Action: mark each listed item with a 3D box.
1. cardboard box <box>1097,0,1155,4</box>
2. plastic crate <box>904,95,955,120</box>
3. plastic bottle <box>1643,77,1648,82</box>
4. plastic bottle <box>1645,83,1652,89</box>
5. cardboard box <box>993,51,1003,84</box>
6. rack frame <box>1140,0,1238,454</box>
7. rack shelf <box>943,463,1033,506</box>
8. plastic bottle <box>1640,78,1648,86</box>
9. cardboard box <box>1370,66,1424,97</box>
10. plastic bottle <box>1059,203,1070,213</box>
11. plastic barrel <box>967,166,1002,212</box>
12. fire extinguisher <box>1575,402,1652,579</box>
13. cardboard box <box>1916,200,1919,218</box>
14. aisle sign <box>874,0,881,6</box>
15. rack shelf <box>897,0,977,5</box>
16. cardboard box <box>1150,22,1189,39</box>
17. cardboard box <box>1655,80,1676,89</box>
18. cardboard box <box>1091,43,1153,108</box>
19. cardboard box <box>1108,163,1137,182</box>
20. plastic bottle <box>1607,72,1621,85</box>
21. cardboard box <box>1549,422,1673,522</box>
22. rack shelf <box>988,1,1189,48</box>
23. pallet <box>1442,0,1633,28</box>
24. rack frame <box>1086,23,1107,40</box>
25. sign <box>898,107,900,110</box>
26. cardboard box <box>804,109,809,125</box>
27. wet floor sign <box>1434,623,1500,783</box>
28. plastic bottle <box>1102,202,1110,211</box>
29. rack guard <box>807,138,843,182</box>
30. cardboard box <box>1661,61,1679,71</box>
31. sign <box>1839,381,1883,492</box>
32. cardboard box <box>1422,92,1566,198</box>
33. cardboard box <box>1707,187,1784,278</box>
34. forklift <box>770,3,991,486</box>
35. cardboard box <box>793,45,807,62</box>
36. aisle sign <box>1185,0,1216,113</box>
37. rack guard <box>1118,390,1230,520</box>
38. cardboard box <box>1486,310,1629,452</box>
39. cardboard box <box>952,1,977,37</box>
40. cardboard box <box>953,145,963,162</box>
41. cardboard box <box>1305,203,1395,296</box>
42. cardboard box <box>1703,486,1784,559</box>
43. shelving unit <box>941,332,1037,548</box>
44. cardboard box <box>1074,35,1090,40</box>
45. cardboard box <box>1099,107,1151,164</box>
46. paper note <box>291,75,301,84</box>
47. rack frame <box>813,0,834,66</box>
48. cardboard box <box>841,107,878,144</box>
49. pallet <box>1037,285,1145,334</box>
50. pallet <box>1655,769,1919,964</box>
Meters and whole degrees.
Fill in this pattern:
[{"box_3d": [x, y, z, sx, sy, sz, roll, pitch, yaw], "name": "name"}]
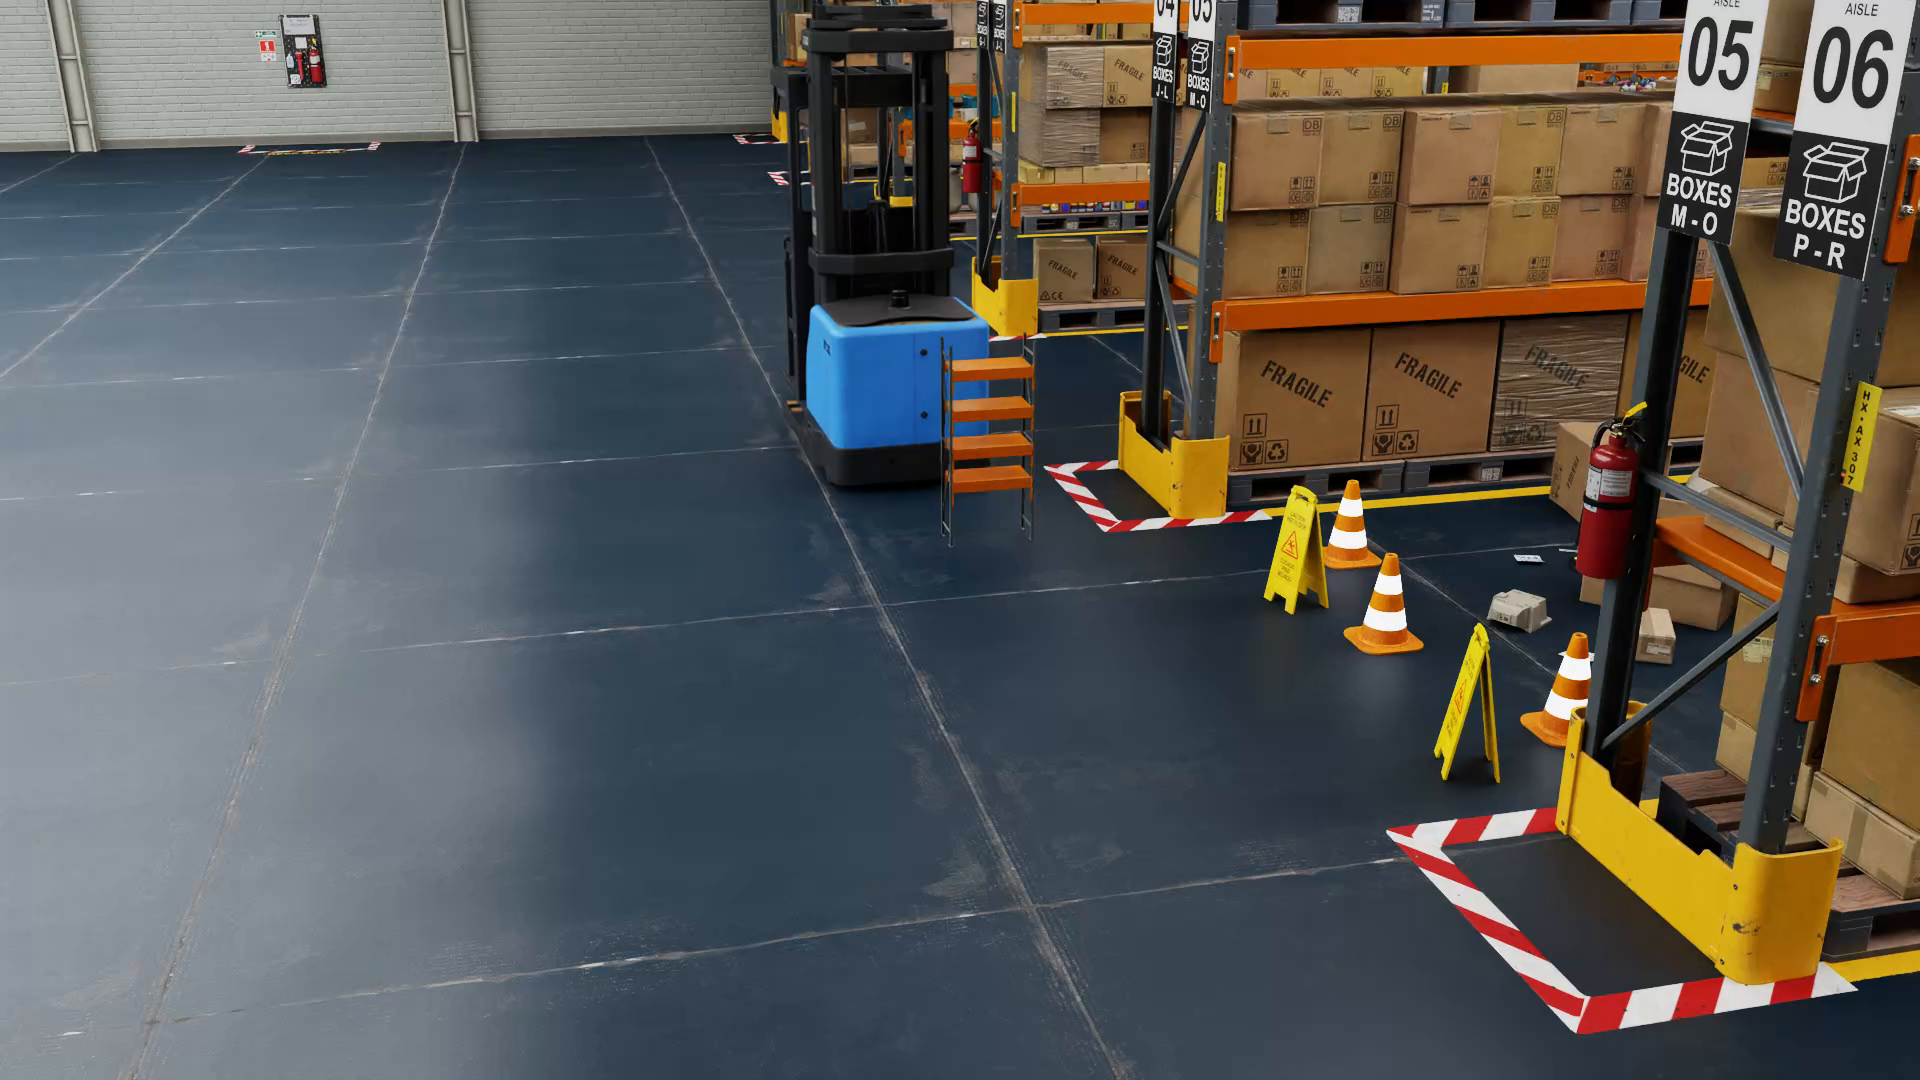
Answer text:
[{"box_3d": [1.357, -4.738, 14.246, 0.500, 0.250, 0.500, -5, 21, -14], "name": "cardboard box"}, {"box_3d": [-0.394, -5.134, 19.684, 0.616, 0.251, 0.499, -5, 21, -12], "name": "plastic crate"}, {"box_3d": [8.987, -5.945, 21.869, 0.097, 0.271, 0.097, 0, 20, 0], "name": "plastic bottle"}, {"box_3d": [8.712, -5.654, 21.075, 0.097, 0.271, 0.097, 0, 20, 0], "name": "plastic bottle"}, {"box_3d": [0.513, -6.966, 24.325, 0.500, 0.500, 0.700, -4, 21, -12], "name": "cardboard box"}, {"box_3d": [1.371, -1.737, 10.197, 0.127, 3.000, 1.000, -5, 21, -12], "name": "rack frame"}, {"box_3d": [0.161, -0.327, 9.735, 0.480, 0.148, 0.258, -5, 21, -12], "name": "rack shelf"}, {"box_3d": [8.926, -5.889, 21.716, 0.097, 0.271, 0.097, 0, 20, 0], "name": "plastic bottle"}, {"box_3d": [3.846, -4.251, 15.026, 0.500, 0.500, 0.500, -5, 21, -12], "name": "cardboard box"}, {"box_3d": [1.249, -4.046, 19.808, 0.133, 0.283, 0.061, -4, 21, -12], "name": "plastic bottle"}, {"box_3d": [0.299, -4.210, 19.953, 0.421, 0.512, 0.421, 0, 20, 0], "name": "plastic barrel"}, {"box_3d": [2.391, -0.197, 6.105, 0.183, 0.674, 0.296, -5, 21, -12], "name": "fire extinguisher"}, {"box_3d": [3.549, -0.896, 5.867, 0.500, 0.500, 0.700, -4, 21, -12], "name": "cardboard box"}, {"box_3d": [-0.950, -6.378, 19.086, 0.004, 0.787, 0.394, -5, 21, -12], "name": "aisle sign"}, {"box_3d": [1.135, -6.293, 19.317, 4.000, 0.370, 1.077, -5, 21, -12], "name": "rack shelf"}, {"box_3d": [3.701, -9.173, 29.709, 0.500, 0.500, 0.700, -7, 21, -18], "name": "cardboard box"}, {"box_3d": [7.077, -4.149, 16.025, 0.500, 0.500, 0.700, -2, 20, -4], "name": "cardboard box"}, {"box_3d": [1.414, -4.051, 14.482, 0.500, 0.500, 0.500, -5, 21, -12], "name": "cardboard box"}, {"box_3d": [1.393, -3.285, 14.788, 0.250, 0.149, 0.380, -5, 21, -12], "name": "cardboard box"}, {"box_3d": [8.546, -5.938, 21.735, 0.185, 0.351, 0.144, -5, 21, -12], "name": "plastic bottle"}, {"box_3d": [3.989, -0.415, 10.217, 0.500, 0.500, 0.500, -1, 20, -3], "name": "cardboard box"}, {"box_3d": [2.274, -4.635, 14.791, 4.000, 0.370, 1.077, -5, 21, -12], "name": "rack shelf"}, {"box_3d": [3.280, -3.264, 10.133, 1.213, 0.211, 1.003, -5, 21, -12], "name": "pallet"}, {"box_3d": [1.945, -7.039, 24.668, 0.127, 3.000, 1.000, -5, 21, -12], "name": "rack frame"}, {"box_3d": [-0.689, -5.009, 18.726, 0.005, 0.325, 0.100, -5, 21, -12], "name": "sign"}, {"box_3d": [-2.397, -7.349, 28.784, 0.500, 0.311, 0.500, -7, 21, -19], "name": "cardboard box"}, {"box_3d": [2.177, 0.674, 7.037, 0.232, 0.644, 0.267, 2, 20, 6], "name": "wet floor sign"}, {"box_3d": [1.752, -4.055, 19.951, 0.097, 0.201, 0.097, 0, 20, 0], "name": "plastic bottle"}, {"box_3d": [-1.971, -5.546, 24.229, 0.348, 0.500, 1.175, -5, 21, -12], "name": "rack guard"}, {"box_3d": [11.274, -7.748, 26.460, 0.500, 0.500, 0.500, -5, 21, -13], "name": "cardboard box"}, {"box_3d": [2.733, -0.313, 5.051, 0.005, 0.325, 0.100, -5, 21, -12], "name": "sign"}, {"box_3d": [3.317, -2.490, 10.463, 0.500, 0.550, 0.875, -5, 21, -12], "name": "cardboard box"}, {"box_3d": [4.907, -2.091, 10.945, 0.550, 0.550, 0.875, -5, 21, -12], "name": "cardboard box"}, {"box_3d": [-0.673, -2.193, 11.539, 1.130, 2.935, 3.031, -5, 21, -14], "name": "forklift"}, {"box_3d": [-2.544, -8.251, 28.168, 0.500, 0.250, 0.500, -5, 21, -14], "name": "cardboard box"}, {"box_3d": [1.371, -2.852, 9.460, 0.004, 0.787, 0.394, -5, 21, -12], "name": "aisle sign"}, {"box_3d": [1.348, -0.562, 10.622, 0.348, 0.500, 1.175, -5, 21, -12], "name": "rack guard"}, {"box_3d": [3.759, -1.155, 11.084, 0.875, 0.875, 0.875, -4, 21, -12], "name": "cardboard box"}, {"box_3d": [0.049, -7.538, 24.001, 0.500, 0.500, 0.700, -5, 21, -12], "name": "cardboard box"}, {"box_3d": [0.085, -5.714, 24.440, 0.500, 0.250, 0.500, -5, 21, -12], "name": "cardboard box"}, {"box_3d": [2.252, -1.903, 10.431, 0.550, 0.550, 0.875, -5, 21, -12], "name": "cardboard box"}, {"box_3d": [2.923, -0.072, 6.015, 0.250, 0.149, 0.380, -4, 20, -11], "name": "cardboard box"}, {"box_3d": [0.161, -0.576, 9.644, 0.503, 1.200, 0.258, -5, 21, -12], "name": "shelving unit"}, {"box_3d": [1.729, -7.297, 24.285, 0.250, 0.149, 0.380, -5, 21, -13], "name": "cardboard box"}, {"box_3d": [1.328, -3.706, 14.994, 0.500, 0.500, 0.875, -5, 21, -12], "name": "cardboard box"}, {"box_3d": [-11.050, -7.663, 27.652, 0.142, 0.148, 0.016, -5, 21, -12], "name": "paper note"}, {"box_3d": [-1.948, -6.722, 23.804, 0.127, 3.000, 1.000, -5, 21, -12], "name": "rack frame"}, {"box_3d": [-1.495, -6.122, 24.464, 0.500, 0.500, 0.500, -5, 21, -12], "name": "cardboard box"}, {"box_3d": [1.201, -2.155, 15.390, 1.213, 0.211, 1.003, -5, 21, -12], "name": "pallet"}, {"box_3d": [3.481, 1.162, 6.335, 1.213, 0.211, 1.003, -5, 21, -12], "name": "pallet"}]
